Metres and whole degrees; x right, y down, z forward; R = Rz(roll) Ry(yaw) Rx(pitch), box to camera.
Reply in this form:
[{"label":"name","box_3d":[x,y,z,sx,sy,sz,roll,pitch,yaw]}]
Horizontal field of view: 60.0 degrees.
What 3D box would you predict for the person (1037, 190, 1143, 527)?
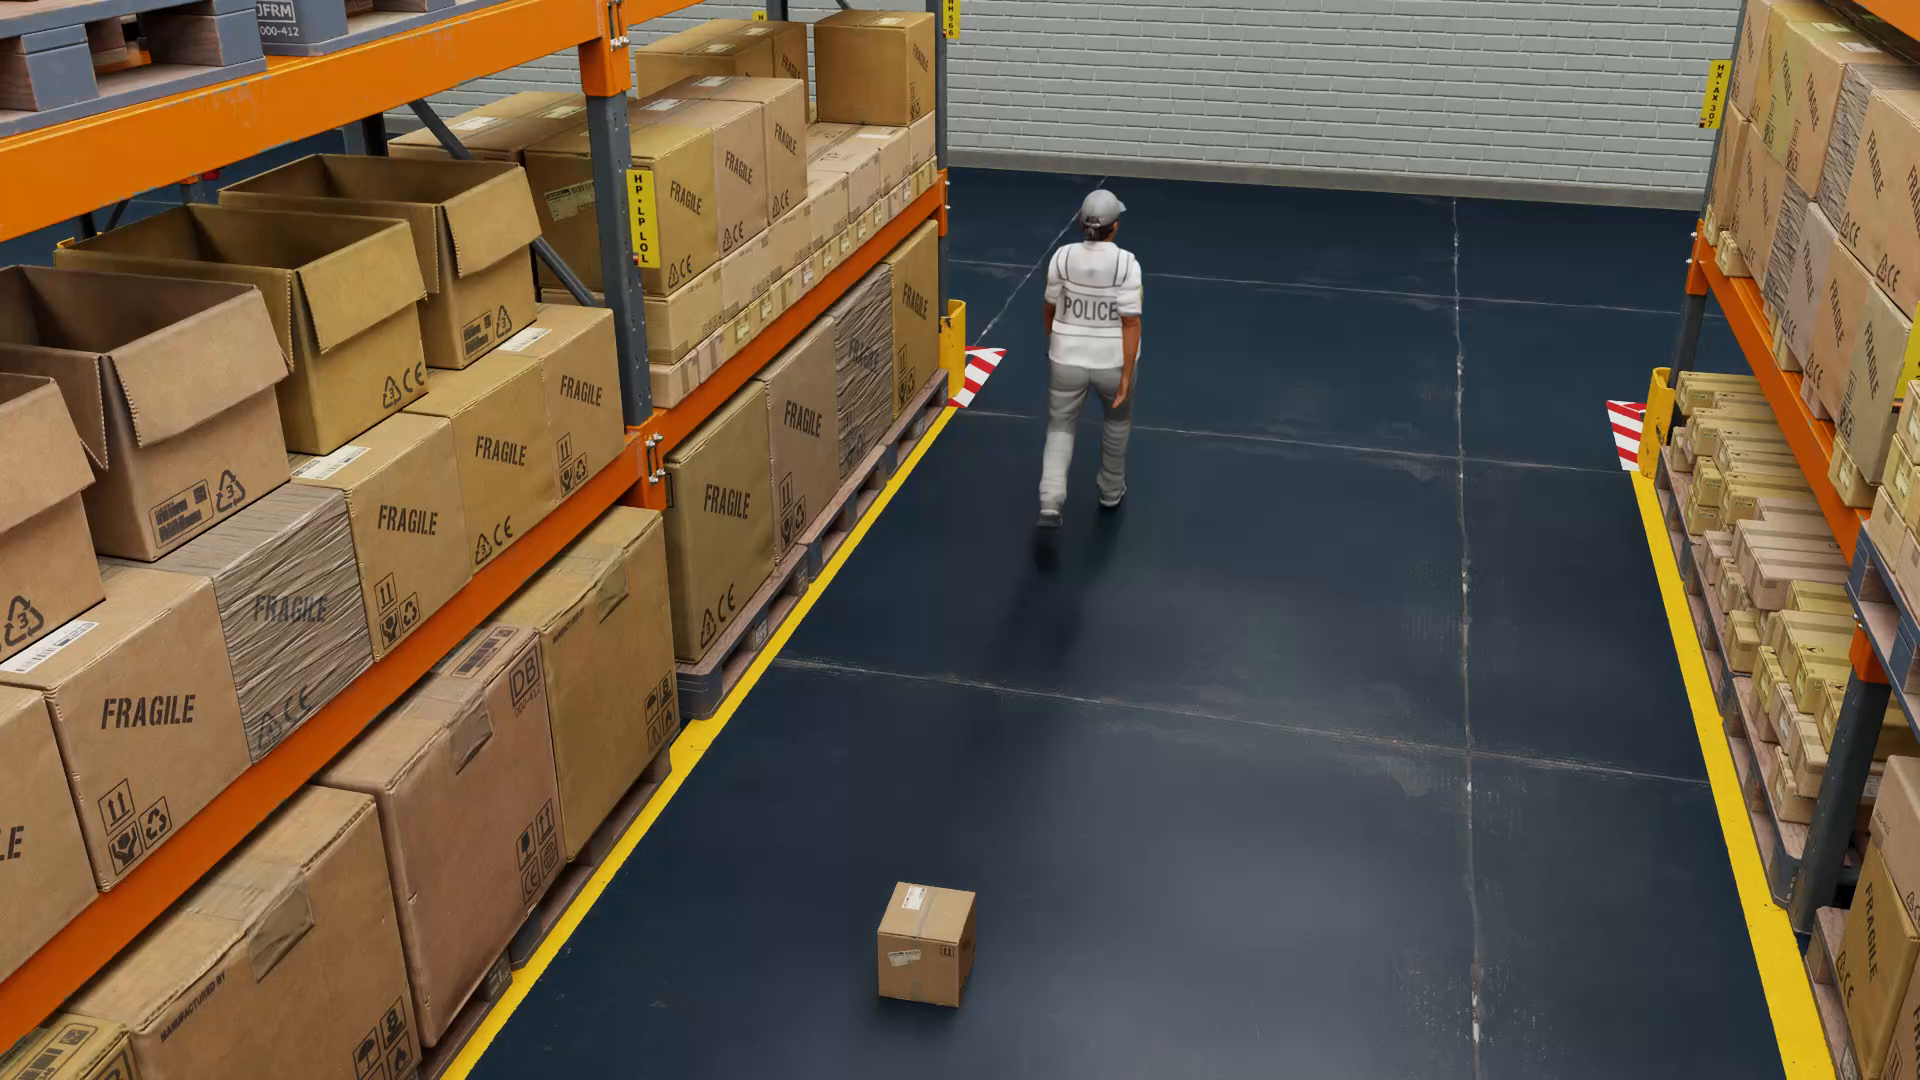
[{"label":"person","box_3d":[0.613,-0.839,7.842,0.478,1.621,0.905,5,26,11]}]
